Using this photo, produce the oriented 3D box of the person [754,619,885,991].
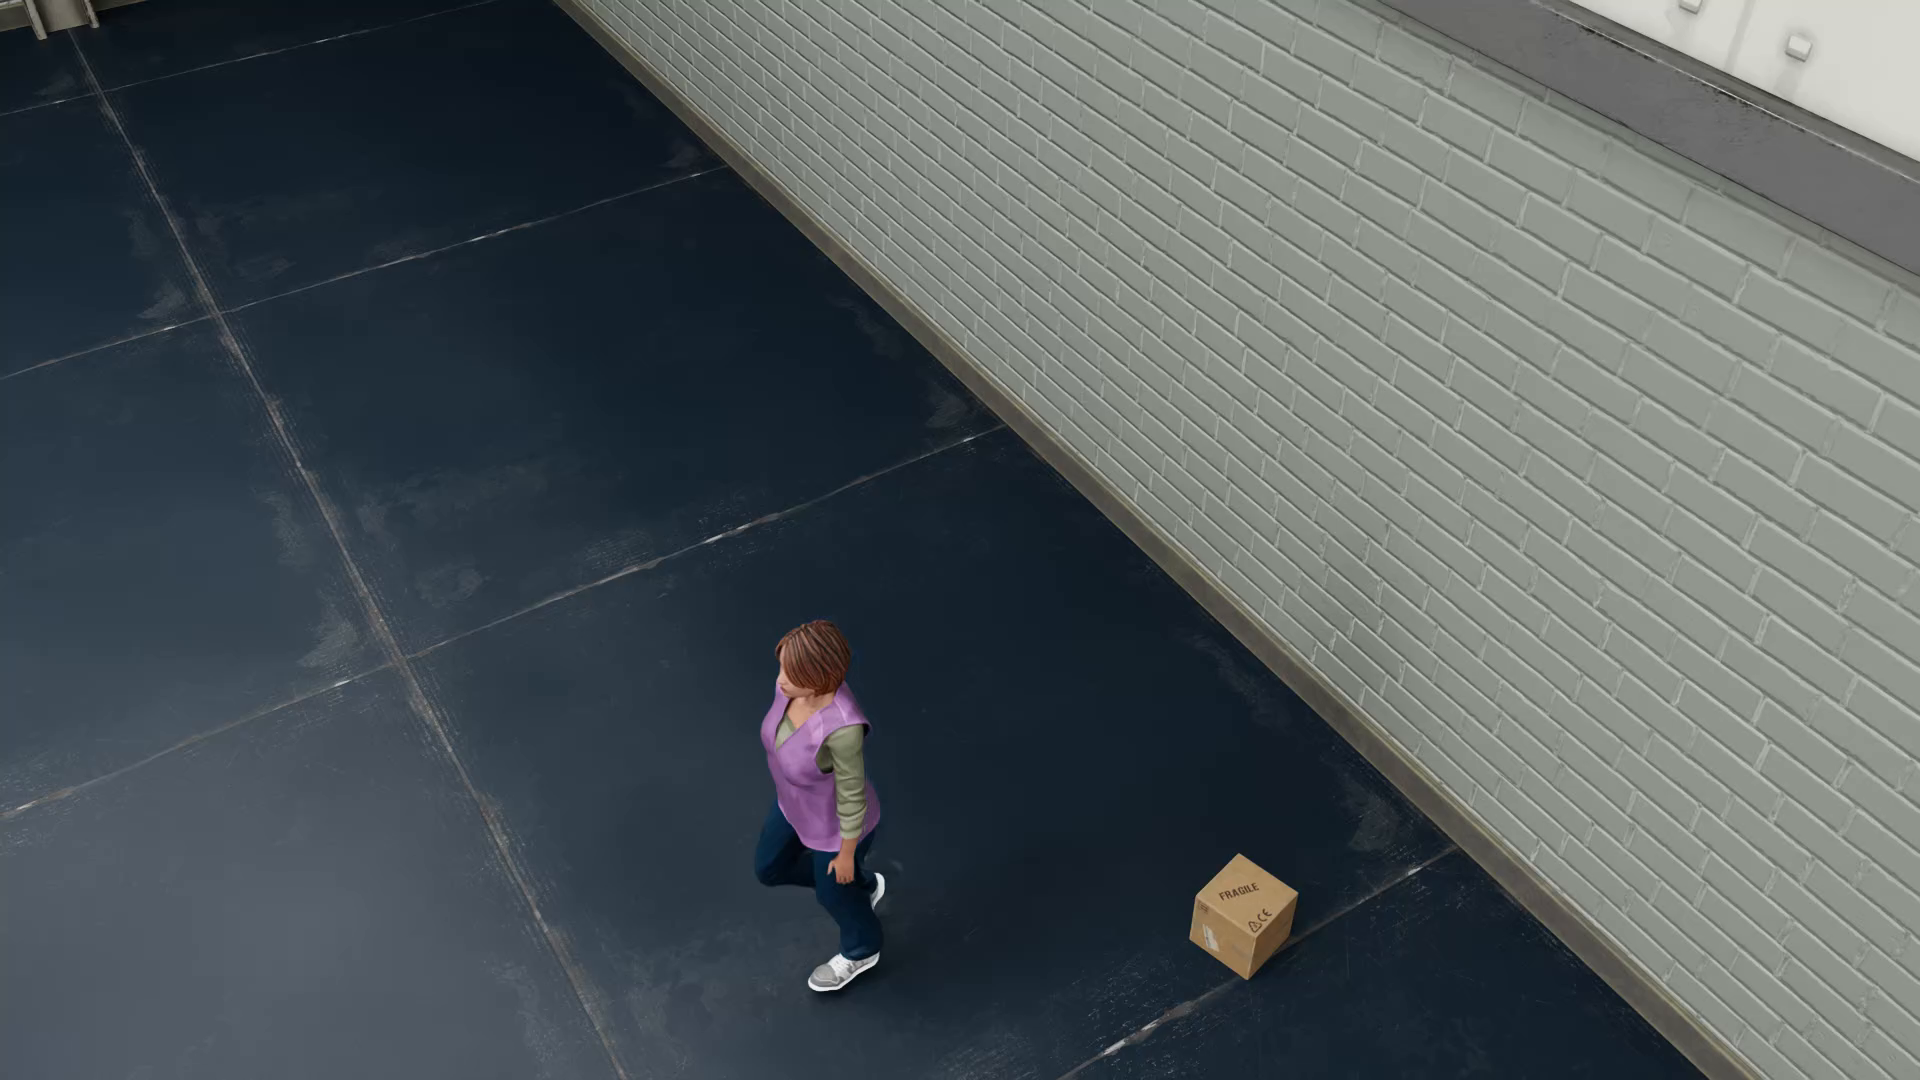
[{"bbox_3d":[-0.417,0.840,5.178,0.438,1.591,0.455,-22,46,-23],"label":"person"}]
